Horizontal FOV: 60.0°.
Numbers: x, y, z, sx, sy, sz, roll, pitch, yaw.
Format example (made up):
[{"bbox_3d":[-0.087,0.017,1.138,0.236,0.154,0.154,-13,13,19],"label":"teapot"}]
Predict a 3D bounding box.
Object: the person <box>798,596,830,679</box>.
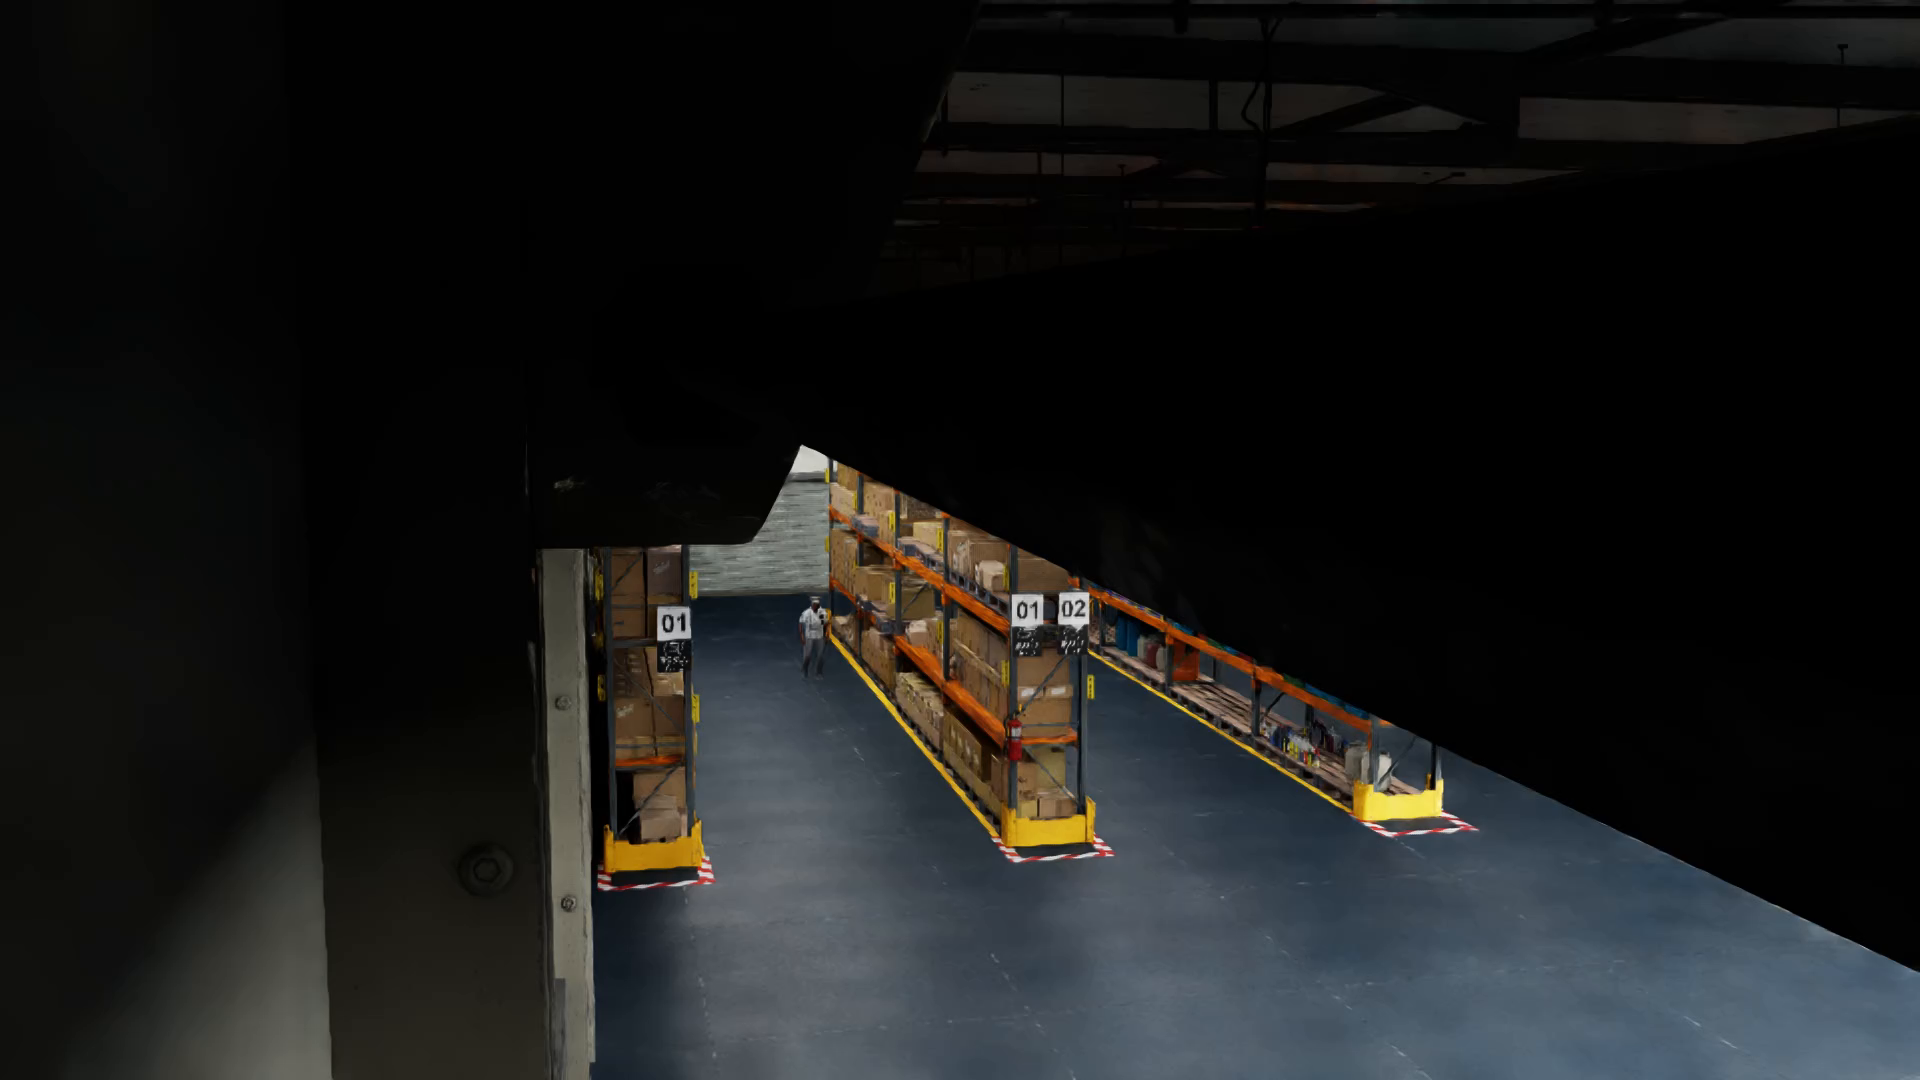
[{"bbox_3d":[-2.742,1.823,31.266,0.592,1.629,0.531,-2,7,-14],"label":"person"}]
